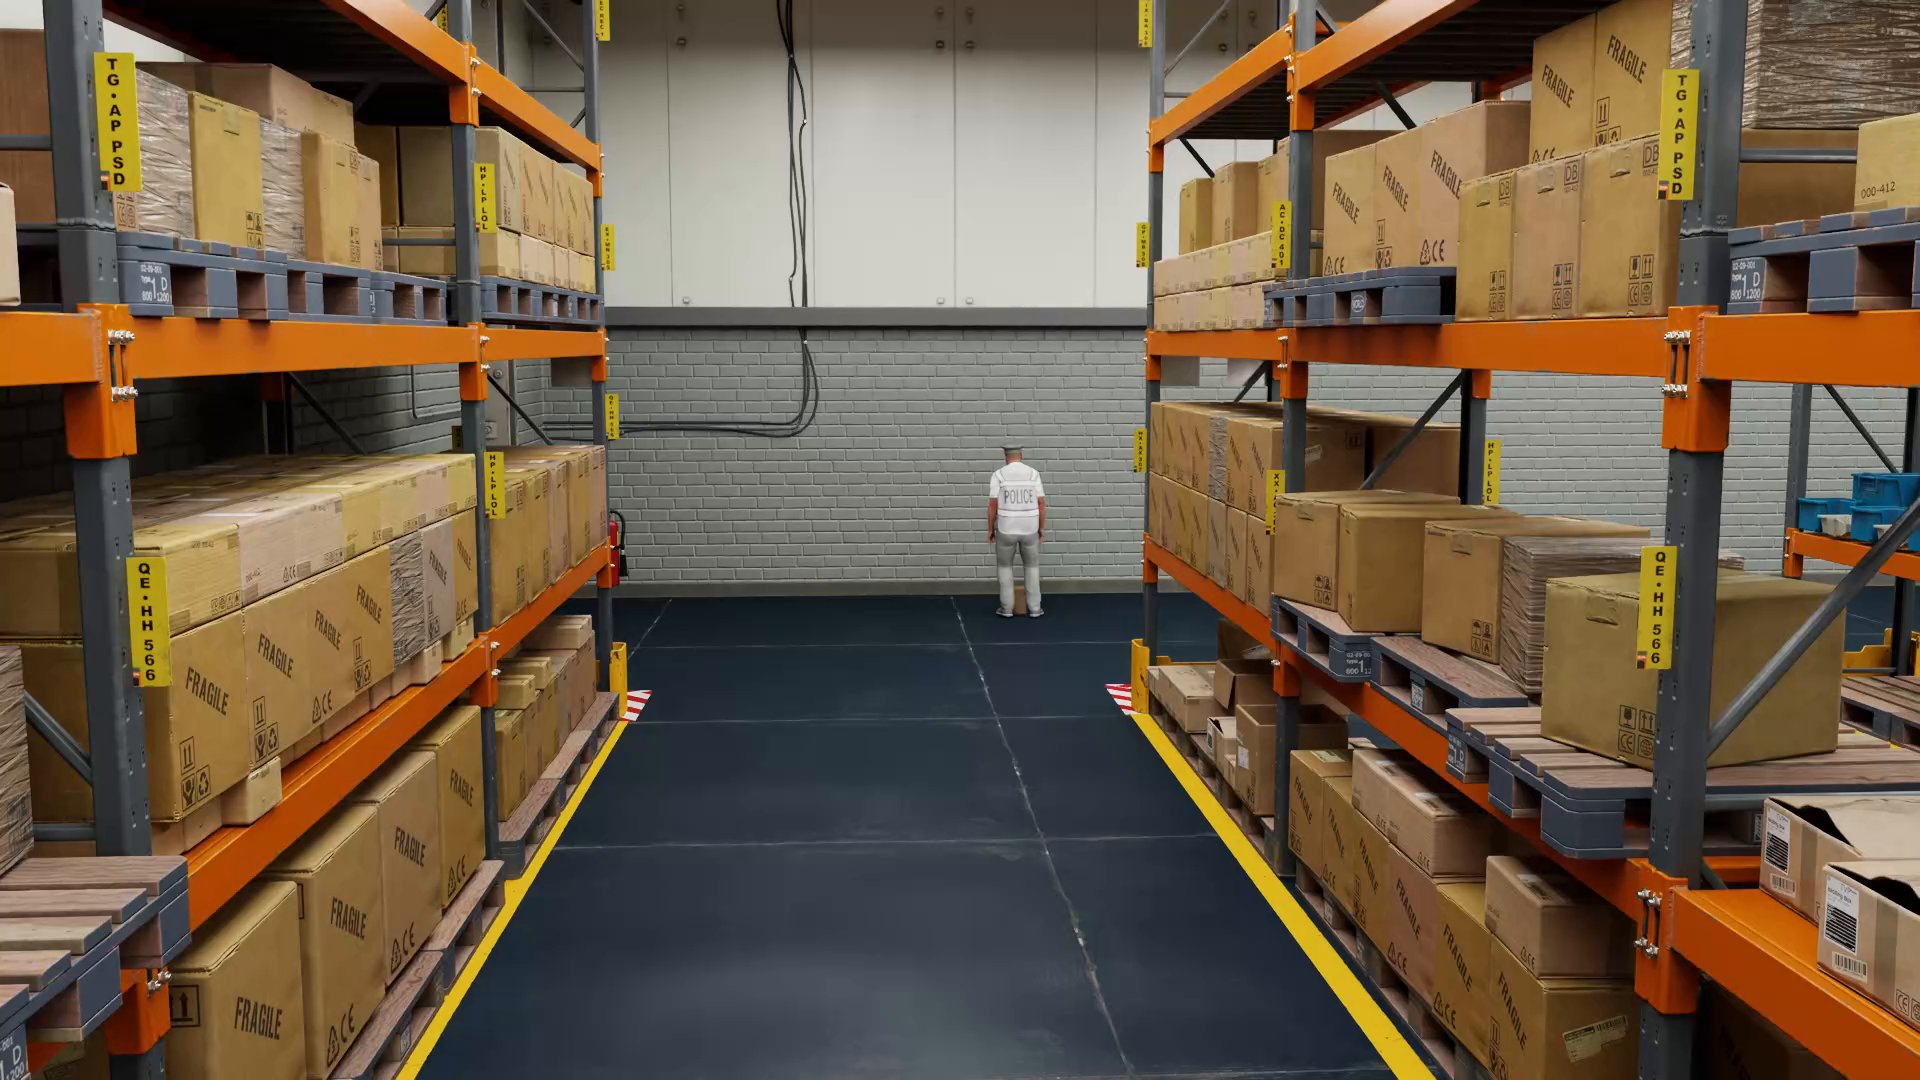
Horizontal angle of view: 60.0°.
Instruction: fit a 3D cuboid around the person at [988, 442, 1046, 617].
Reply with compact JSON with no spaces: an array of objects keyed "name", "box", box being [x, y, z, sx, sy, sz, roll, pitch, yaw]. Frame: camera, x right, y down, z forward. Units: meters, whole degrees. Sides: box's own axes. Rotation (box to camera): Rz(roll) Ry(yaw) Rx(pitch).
[{"name":"person","box":[0.562,-0.101,16.561,0.593,1.746,0.480,-1,7,-7]}]
